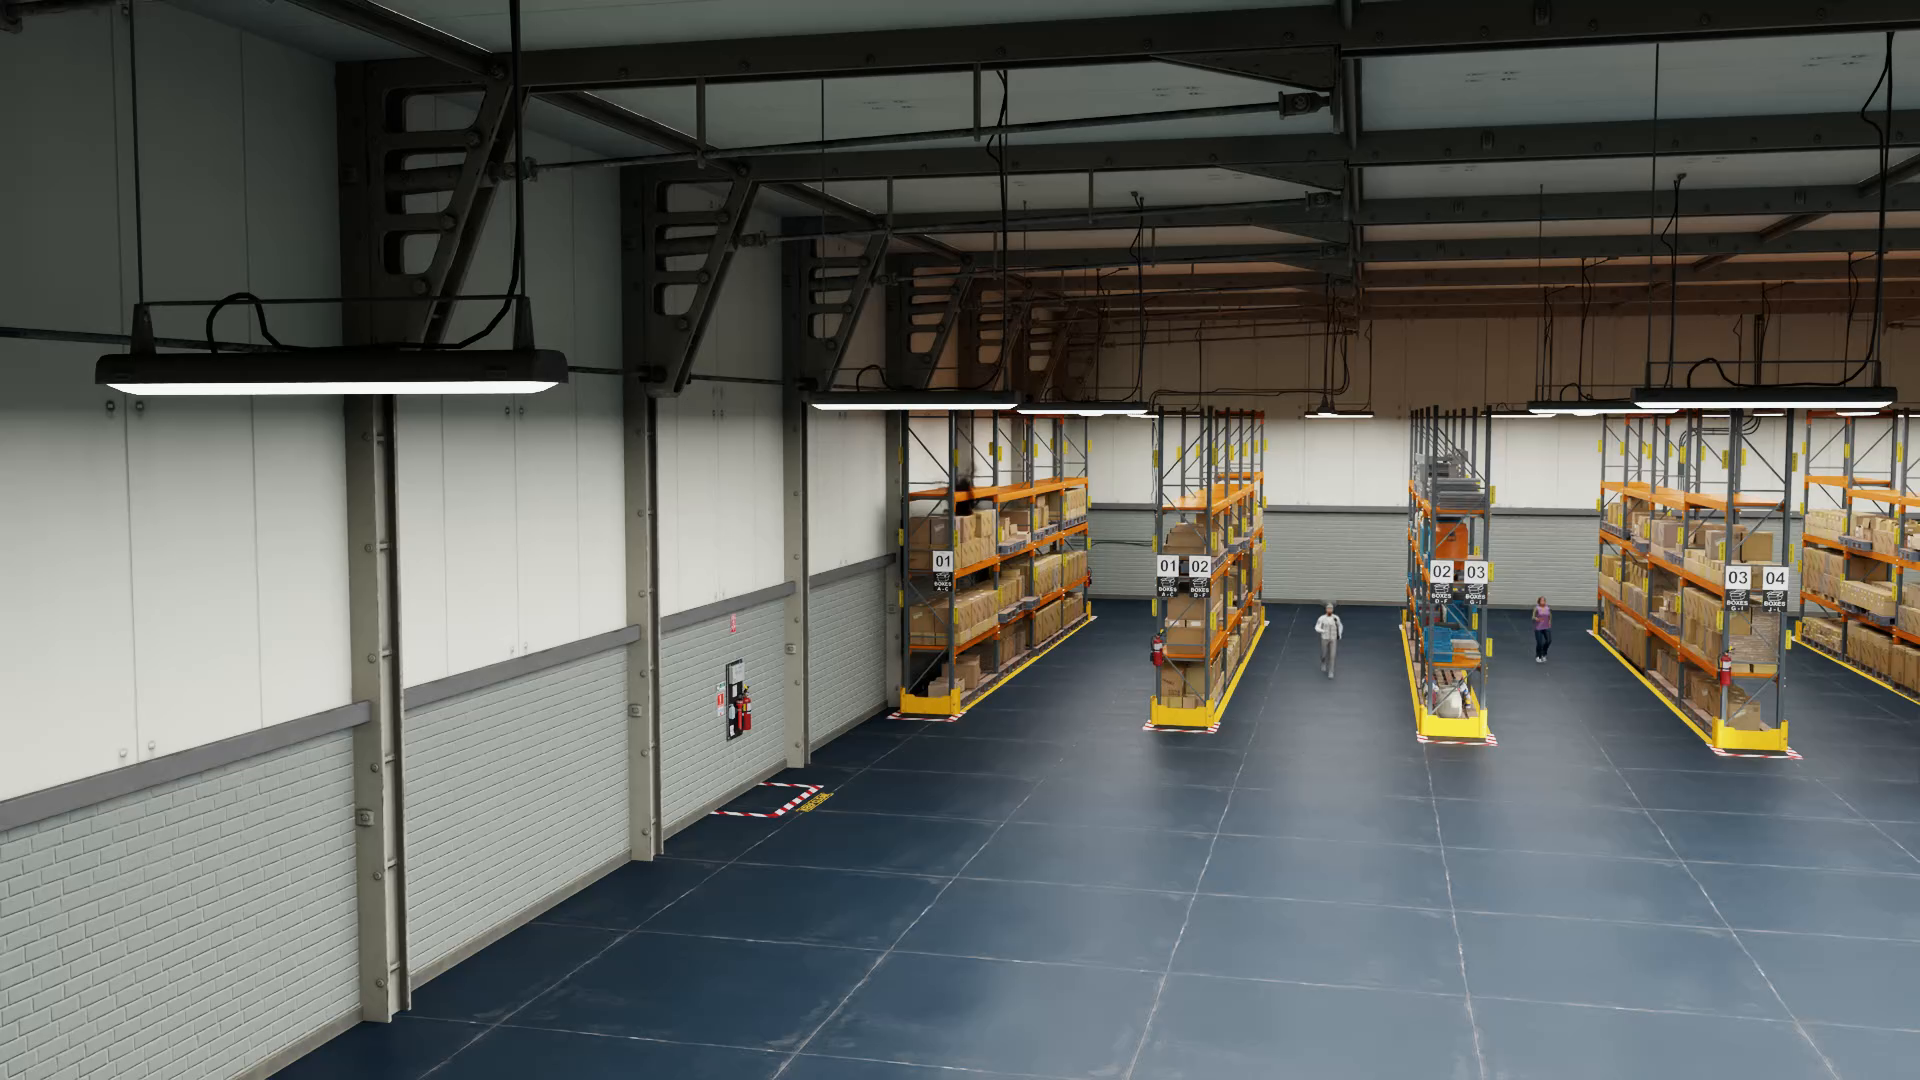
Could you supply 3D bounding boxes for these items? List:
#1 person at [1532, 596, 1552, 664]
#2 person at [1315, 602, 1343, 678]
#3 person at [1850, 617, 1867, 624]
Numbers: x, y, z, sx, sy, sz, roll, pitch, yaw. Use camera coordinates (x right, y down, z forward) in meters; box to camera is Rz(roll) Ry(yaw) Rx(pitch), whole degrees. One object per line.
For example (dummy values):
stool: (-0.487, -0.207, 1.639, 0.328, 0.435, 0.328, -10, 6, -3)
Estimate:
person: (13.729, 2.119, 39.160, 0.516, 1.588, 0.608, 0, 4, 2)
person: (8.260, 2.218, 37.180, 0.625, 1.667, 0.838, 0, 4, 7)
person: (23.805, 1.773, 43.998, 0.590, 1.635, 0.604, -1, 4, -10)
